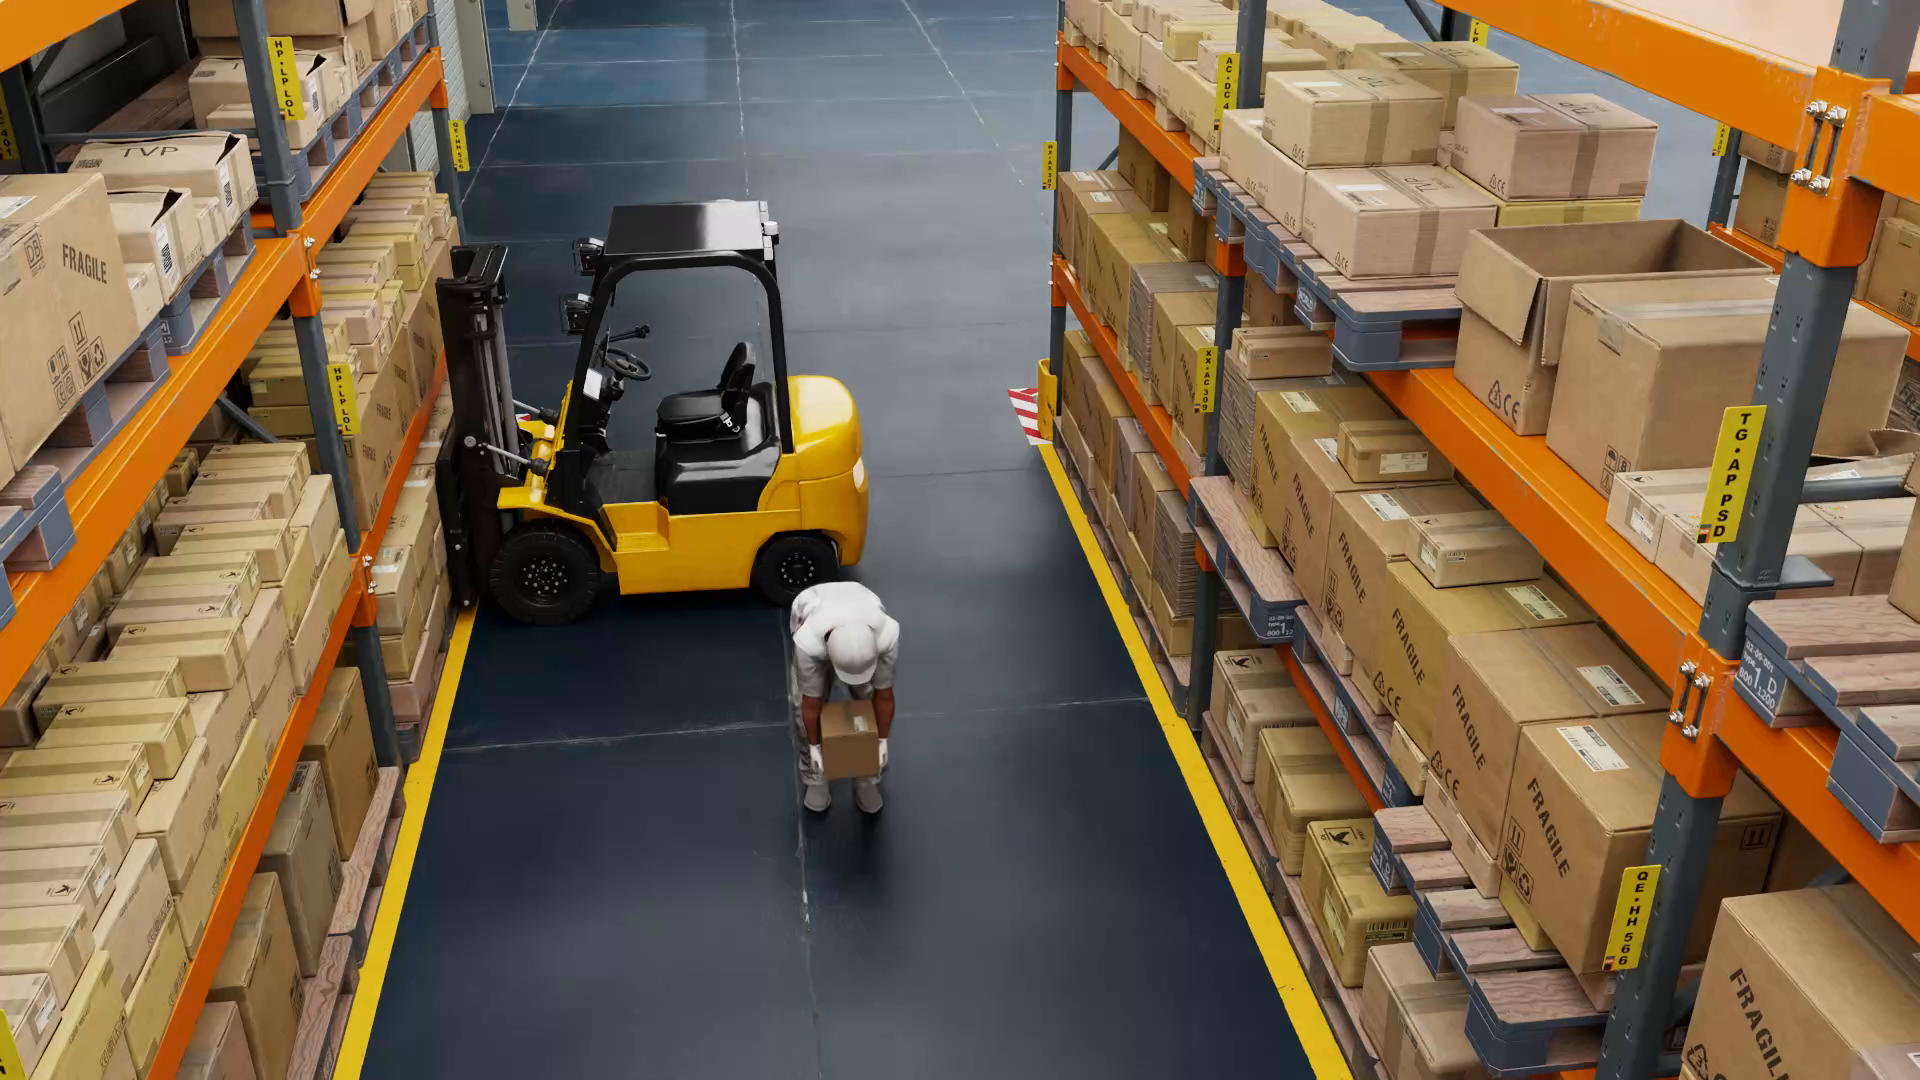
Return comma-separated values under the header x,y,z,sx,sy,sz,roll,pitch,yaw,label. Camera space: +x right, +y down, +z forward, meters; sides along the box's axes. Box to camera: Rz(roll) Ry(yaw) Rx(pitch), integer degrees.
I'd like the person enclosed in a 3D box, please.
x,y,z,sx,sy,sz,roll,pitch,yaw,label
-0.523,0.765,7.642,0.489,1.278,0.953,-4,27,-9,person
